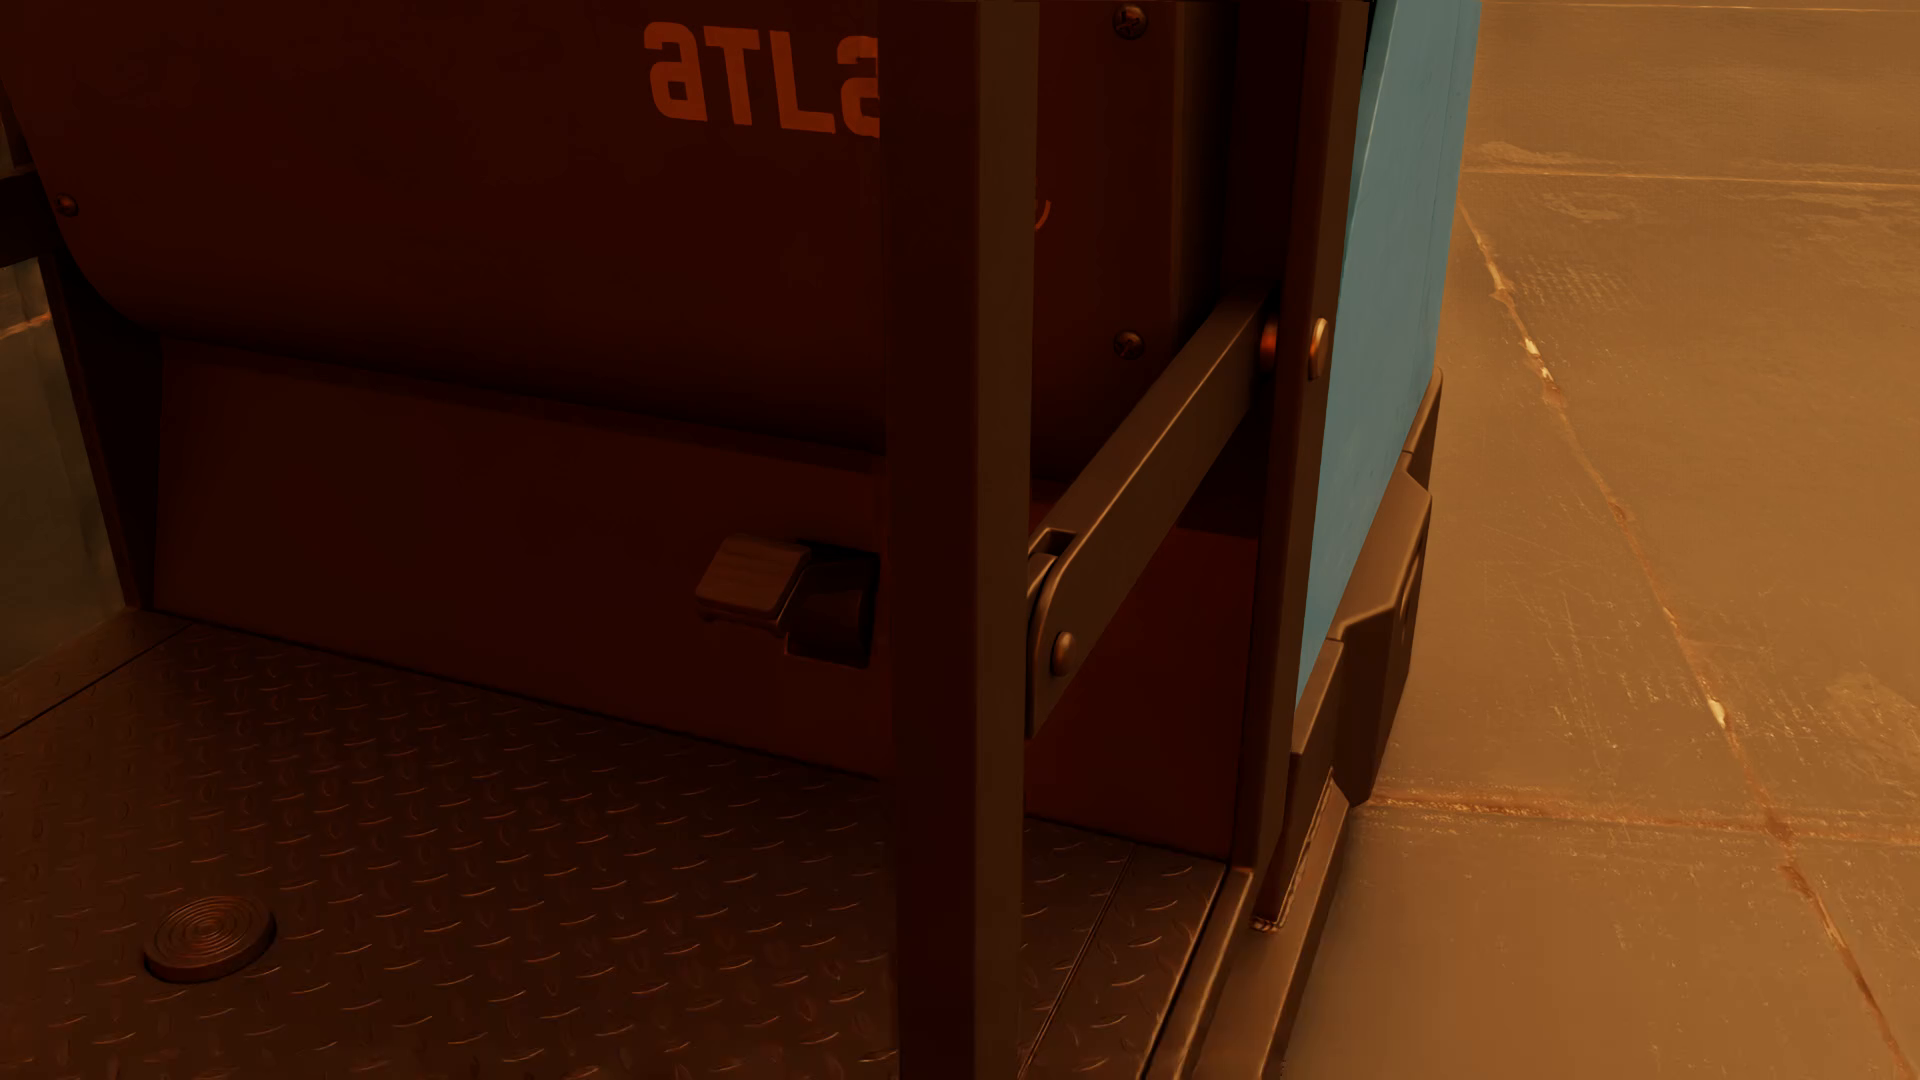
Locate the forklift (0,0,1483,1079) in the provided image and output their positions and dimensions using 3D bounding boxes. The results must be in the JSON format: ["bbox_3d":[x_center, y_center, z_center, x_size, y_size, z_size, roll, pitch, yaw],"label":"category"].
[{"bbox_3d":[-0.361,-0.755,0.729,1.130,2.935,3.031,10,28,19],"label":"forklift"}]
